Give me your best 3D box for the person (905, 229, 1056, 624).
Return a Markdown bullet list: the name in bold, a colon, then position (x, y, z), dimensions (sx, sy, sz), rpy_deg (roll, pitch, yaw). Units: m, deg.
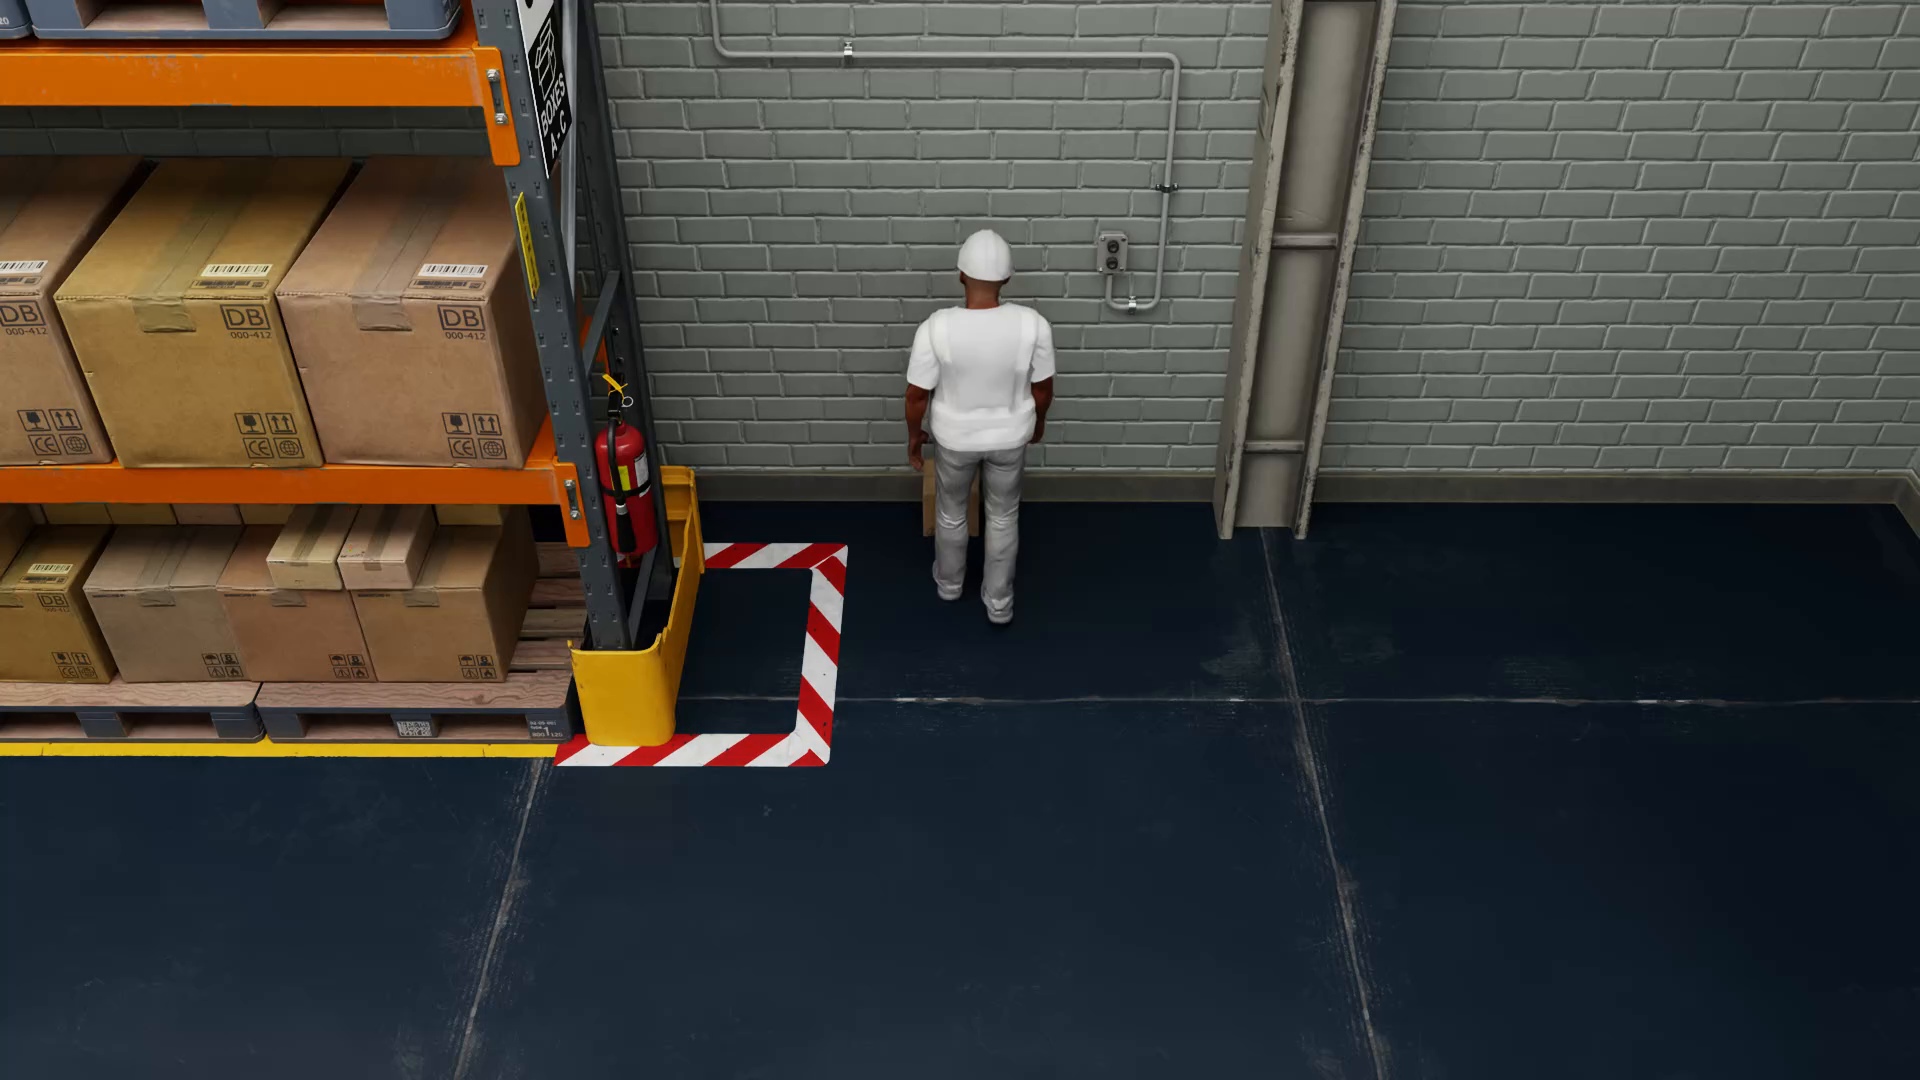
- **person**: position (0.073, -0.449, 6.671), dimensions (0.587, 1.773, 0.518), rpy_deg (-2, 39, -3)
